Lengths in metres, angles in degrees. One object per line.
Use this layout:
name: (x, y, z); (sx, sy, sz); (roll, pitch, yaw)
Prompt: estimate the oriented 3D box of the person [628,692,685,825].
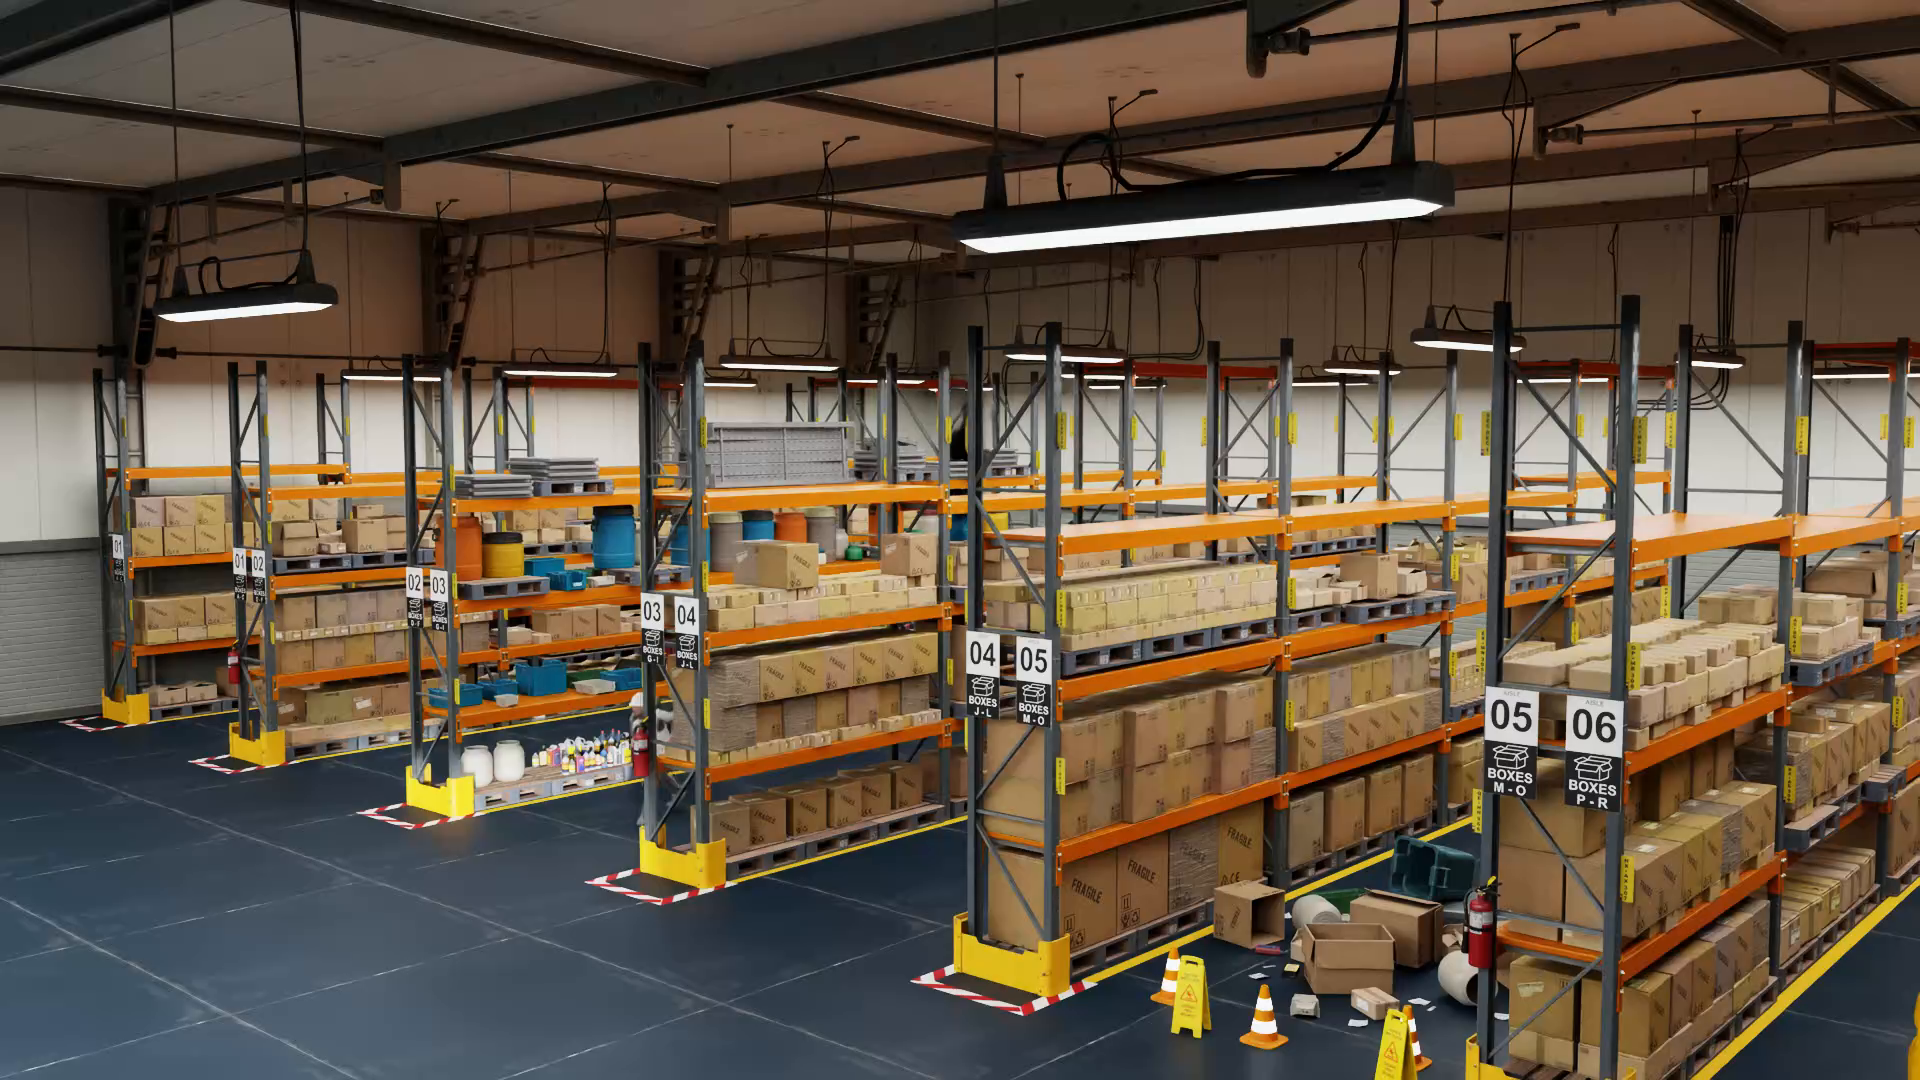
person: (-3.867, 2.773, 21.422); (0.701, 1.731, 1.044); (2, 5, 28)
